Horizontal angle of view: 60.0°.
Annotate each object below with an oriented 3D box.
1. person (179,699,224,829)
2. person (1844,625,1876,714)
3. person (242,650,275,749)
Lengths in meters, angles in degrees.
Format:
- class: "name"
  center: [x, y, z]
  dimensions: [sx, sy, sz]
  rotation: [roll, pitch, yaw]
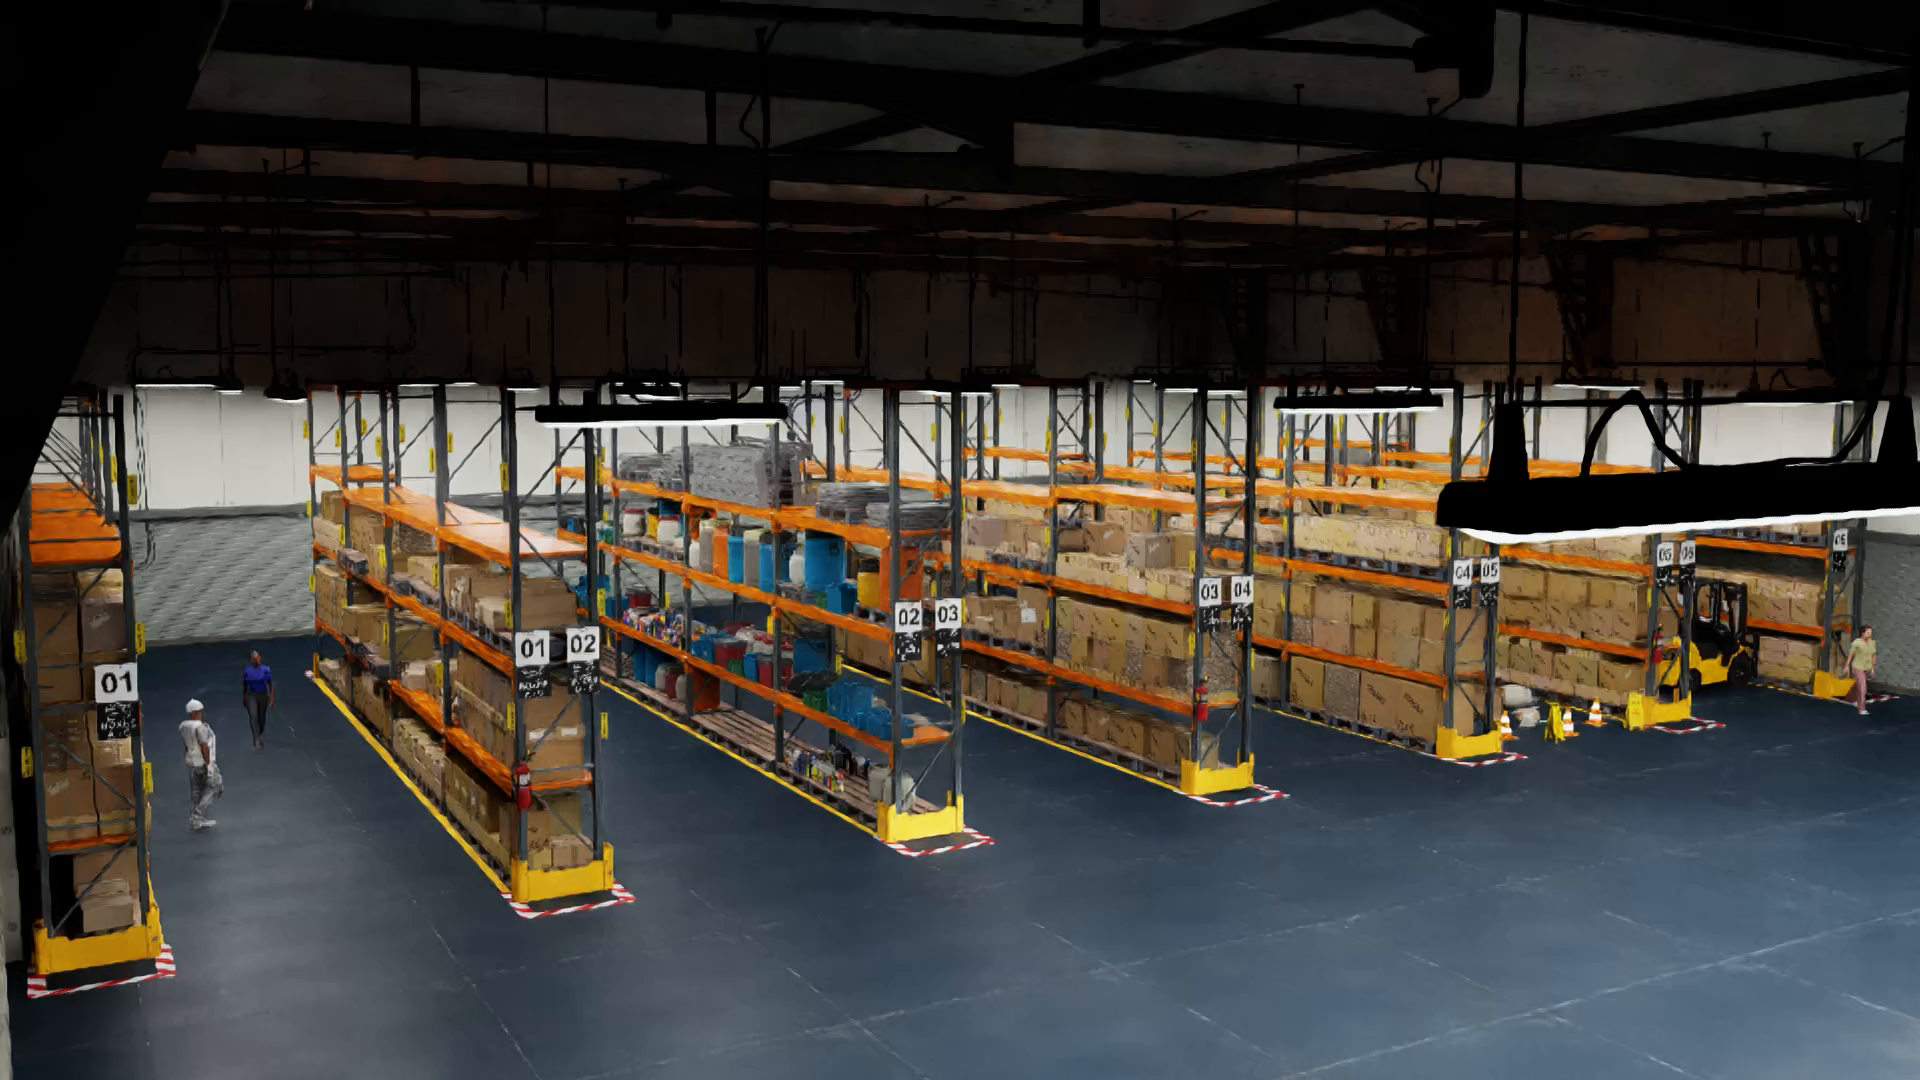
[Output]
- class: "person"
  center: [-10.329, 3.046, 22.569]
  dimensions: [0.604, 1.781, 0.444]
  rotation: [4, 8, 36]
- class: "person"
  center: [16.374, 2.320, 30.212]
  dimensions: [0.491, 1.609, 0.955]
  rotation: [-1, 6, -8]
- class: "person"
  center: [-11.605, 2.606, 27.521]
  dimensions: [0.461, 1.596, 0.990]
  rotation: [-3, 7, -30]
